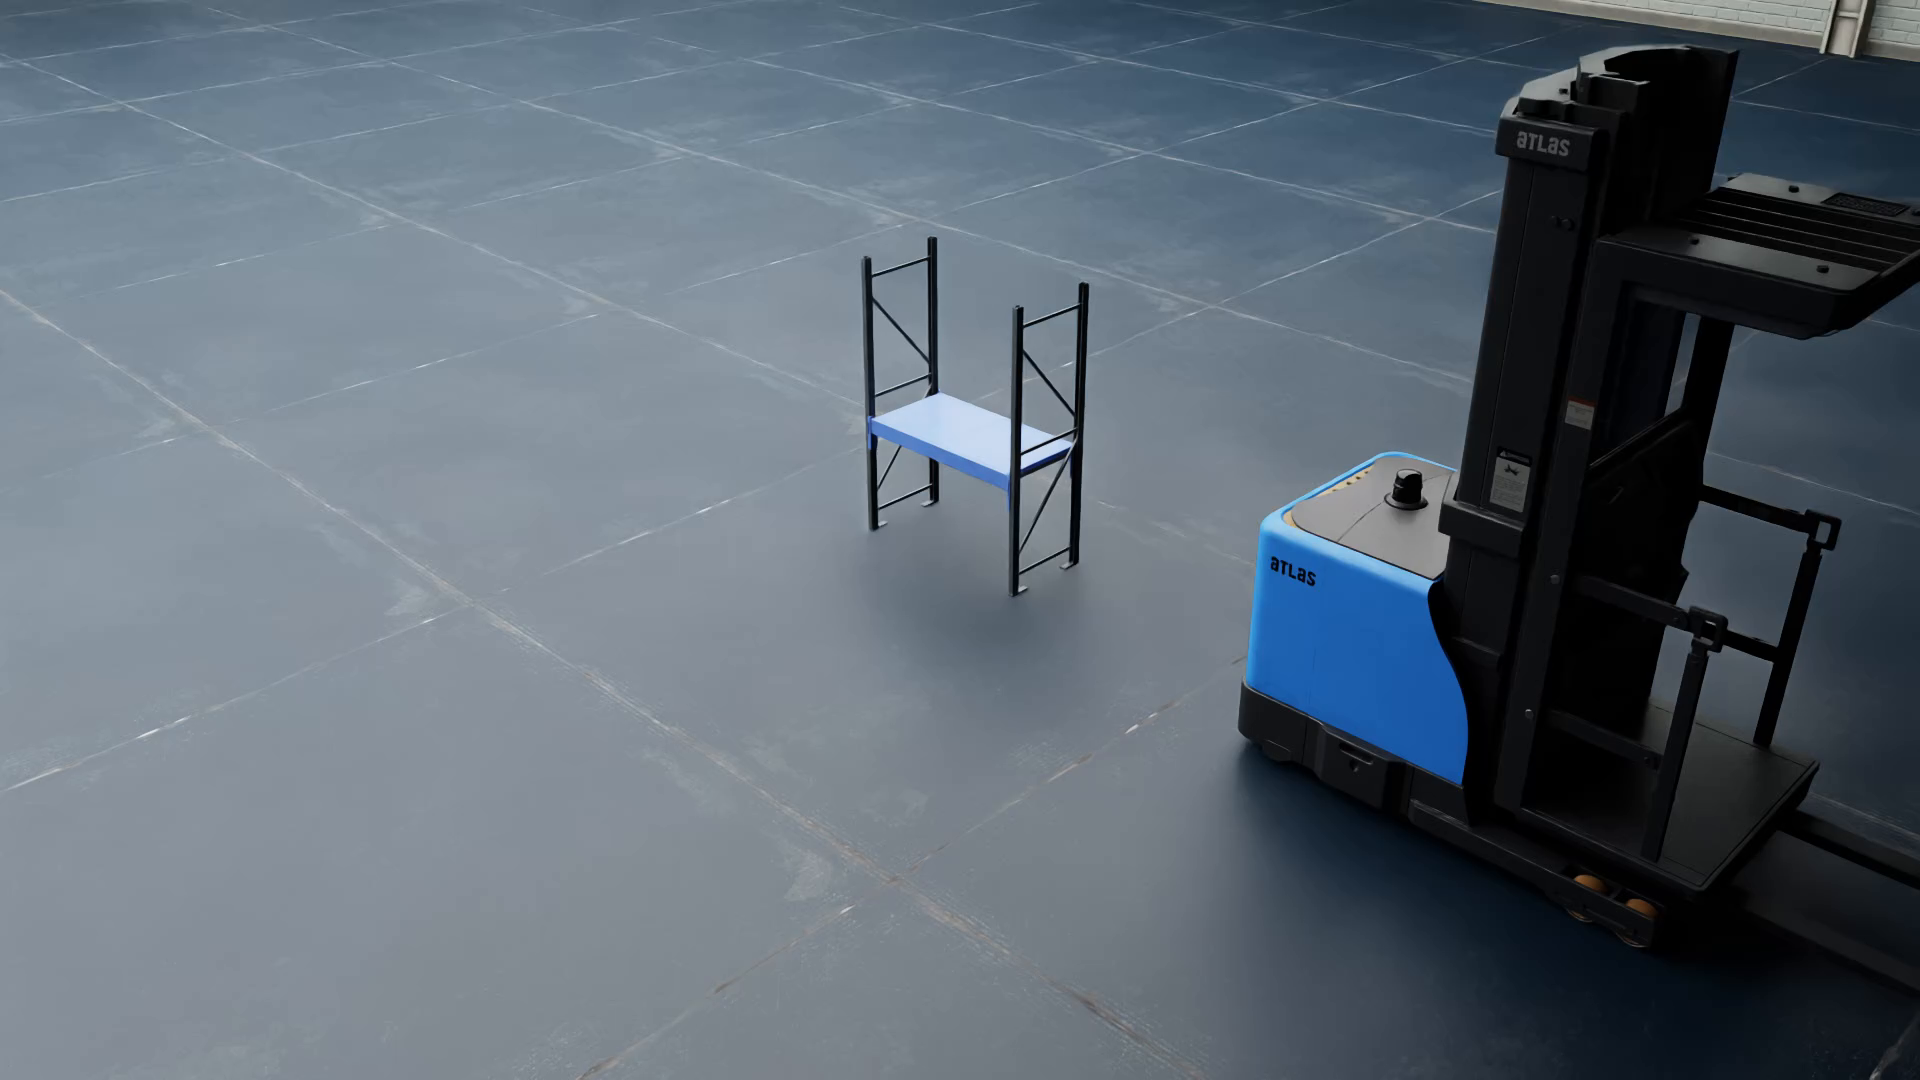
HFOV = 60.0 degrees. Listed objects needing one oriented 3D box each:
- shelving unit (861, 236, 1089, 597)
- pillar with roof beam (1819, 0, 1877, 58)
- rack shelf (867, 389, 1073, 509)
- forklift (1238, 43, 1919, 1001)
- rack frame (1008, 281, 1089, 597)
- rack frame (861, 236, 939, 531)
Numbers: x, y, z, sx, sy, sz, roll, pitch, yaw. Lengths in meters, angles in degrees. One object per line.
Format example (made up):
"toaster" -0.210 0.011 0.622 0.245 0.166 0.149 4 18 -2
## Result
"shelving unit" 0.061 -0.636 8.348 1.048 1.500 0.538 25 36 38
"pillar with roof beam" 7.438 -8.327 14.918 0.400 9.000 9.100 25 36 38
"rack shelf" 0.061 -0.477 8.432 1.000 0.185 0.538 25 36 38
"forklift" 2.583 -0.110 5.810 3.031 2.935 1.130 25 36 38
"rack frame" 0.423 -0.470 8.033 0.032 1.500 0.500 25 36 38
"rack frame" -0.302 -0.802 8.663 0.032 1.500 0.500 25 36 38
